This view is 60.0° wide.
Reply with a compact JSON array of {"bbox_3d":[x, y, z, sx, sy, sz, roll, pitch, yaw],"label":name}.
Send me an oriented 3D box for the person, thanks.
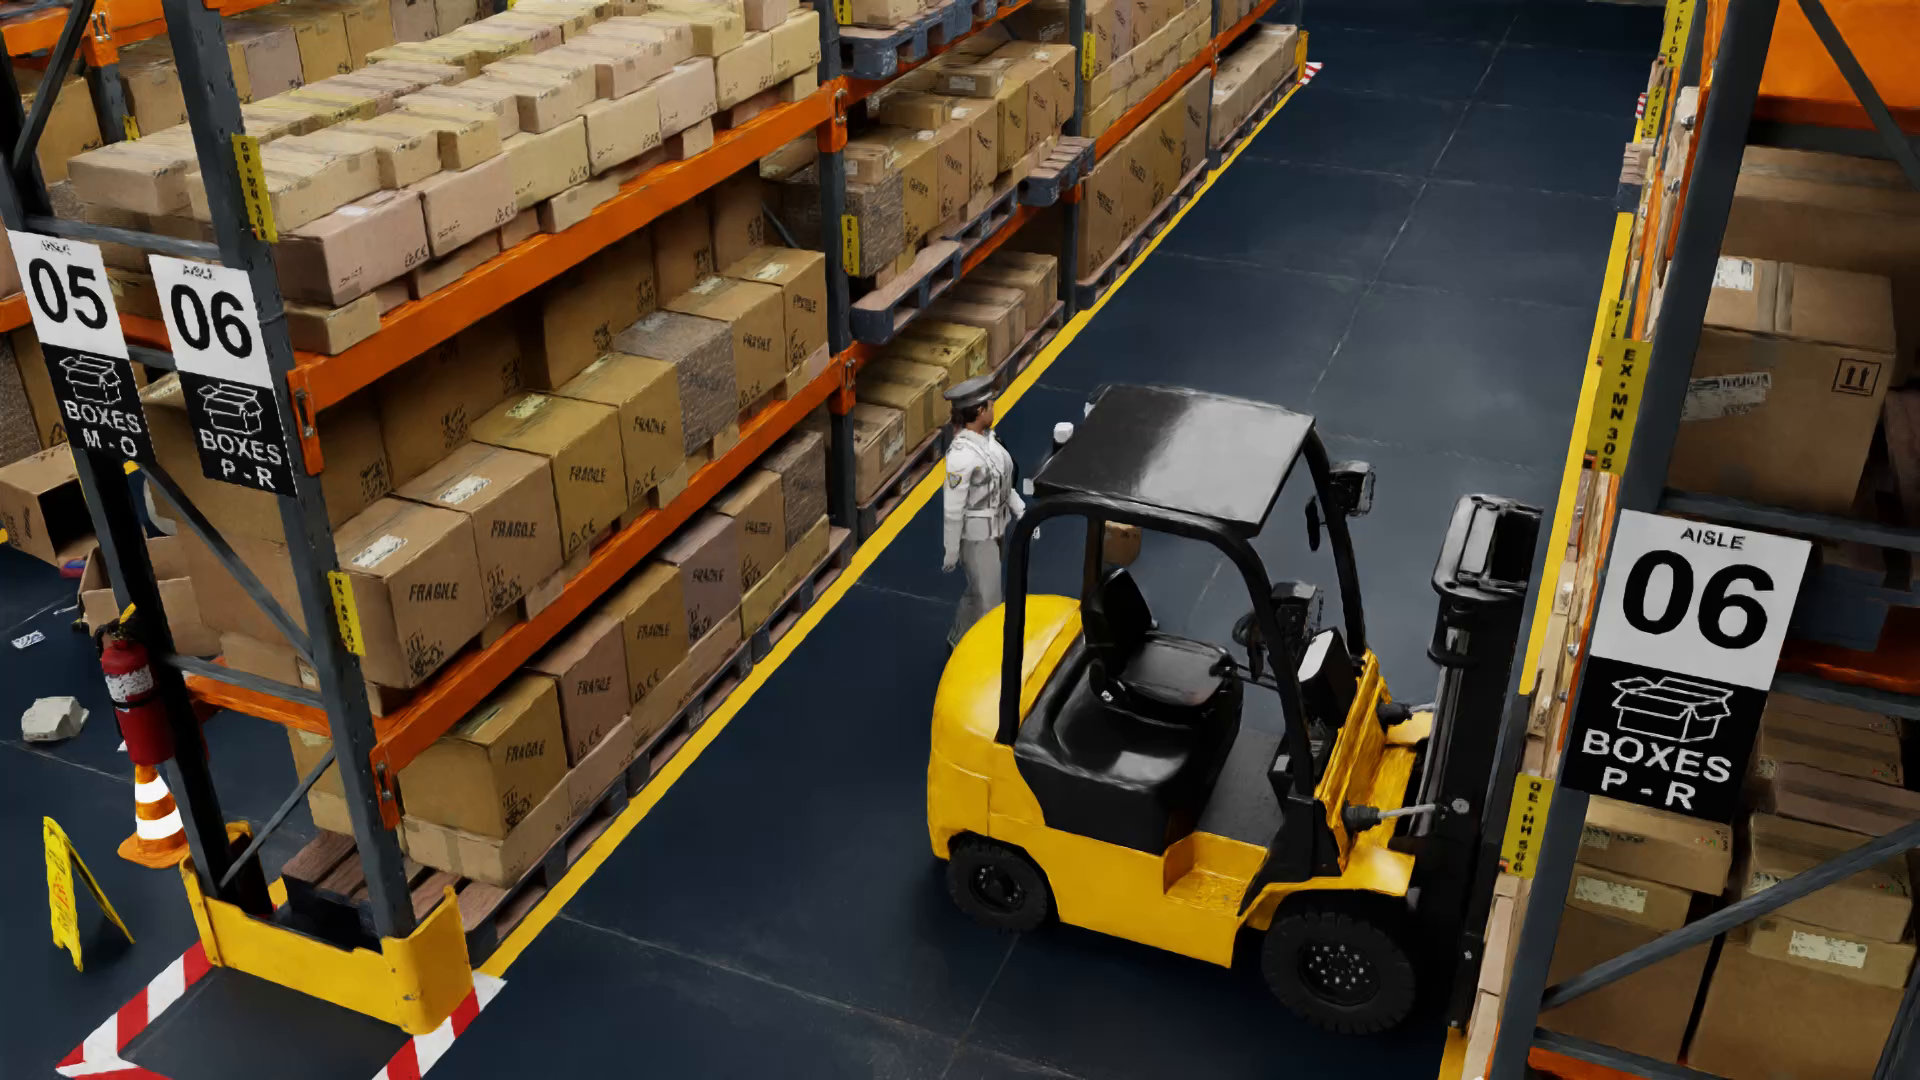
[{"bbox_3d":[0.172,0.013,8.384,0.646,1.664,0.663,8,31,14],"label":"person"}]
